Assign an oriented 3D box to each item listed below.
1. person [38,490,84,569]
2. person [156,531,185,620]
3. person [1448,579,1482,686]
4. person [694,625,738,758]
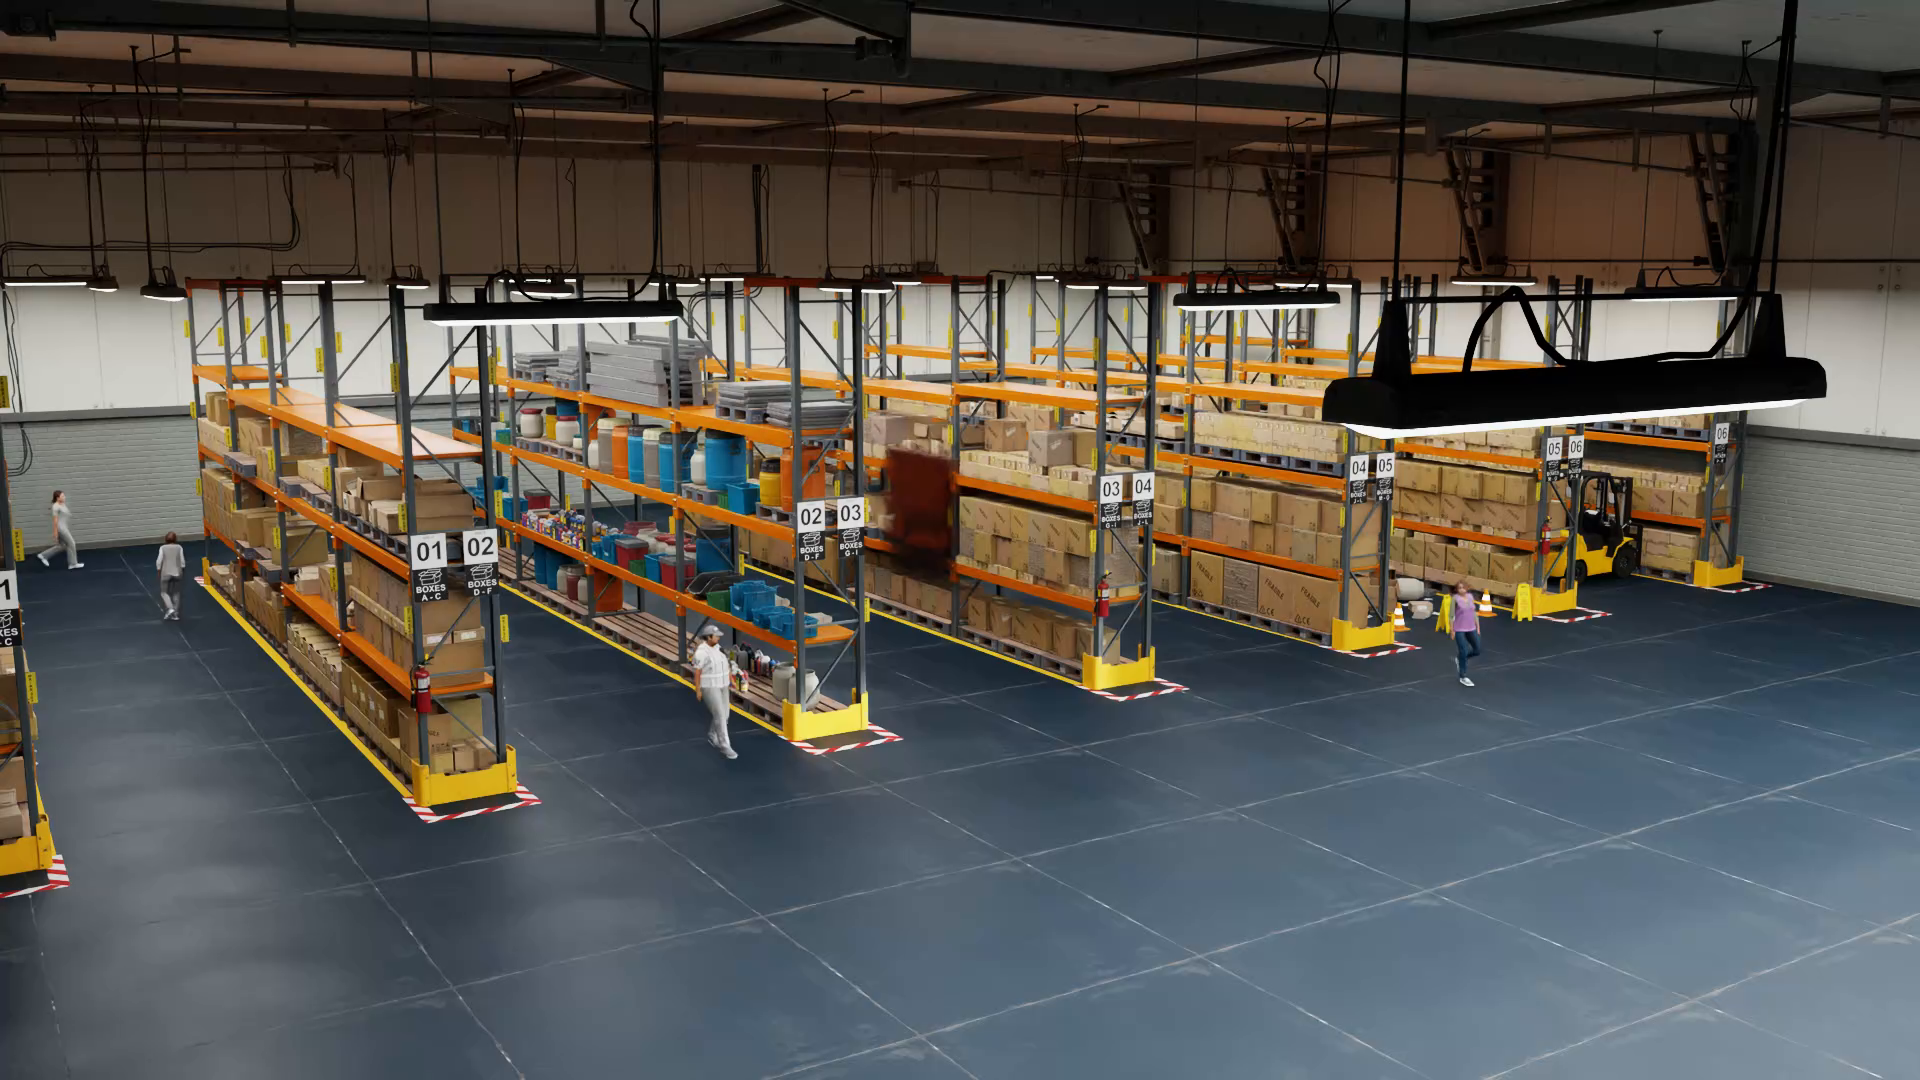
[{"bbox_3d":[-18.608,-0.217,34.321,0.862,1.630,0.445,-3,10,-19],"label":"person"},{"bbox_3d":[-13.945,0.668,29.440,0.468,1.543,0.577,-5,11,-30],"label":"person"},{"bbox_3d":[7.587,1.375,25.057,0.451,1.601,0.523,-3,10,-18],"label":"person"},{"bbox_3d":[-3.083,1.946,21.617,0.709,1.654,0.507,6,11,30],"label":"person"}]
